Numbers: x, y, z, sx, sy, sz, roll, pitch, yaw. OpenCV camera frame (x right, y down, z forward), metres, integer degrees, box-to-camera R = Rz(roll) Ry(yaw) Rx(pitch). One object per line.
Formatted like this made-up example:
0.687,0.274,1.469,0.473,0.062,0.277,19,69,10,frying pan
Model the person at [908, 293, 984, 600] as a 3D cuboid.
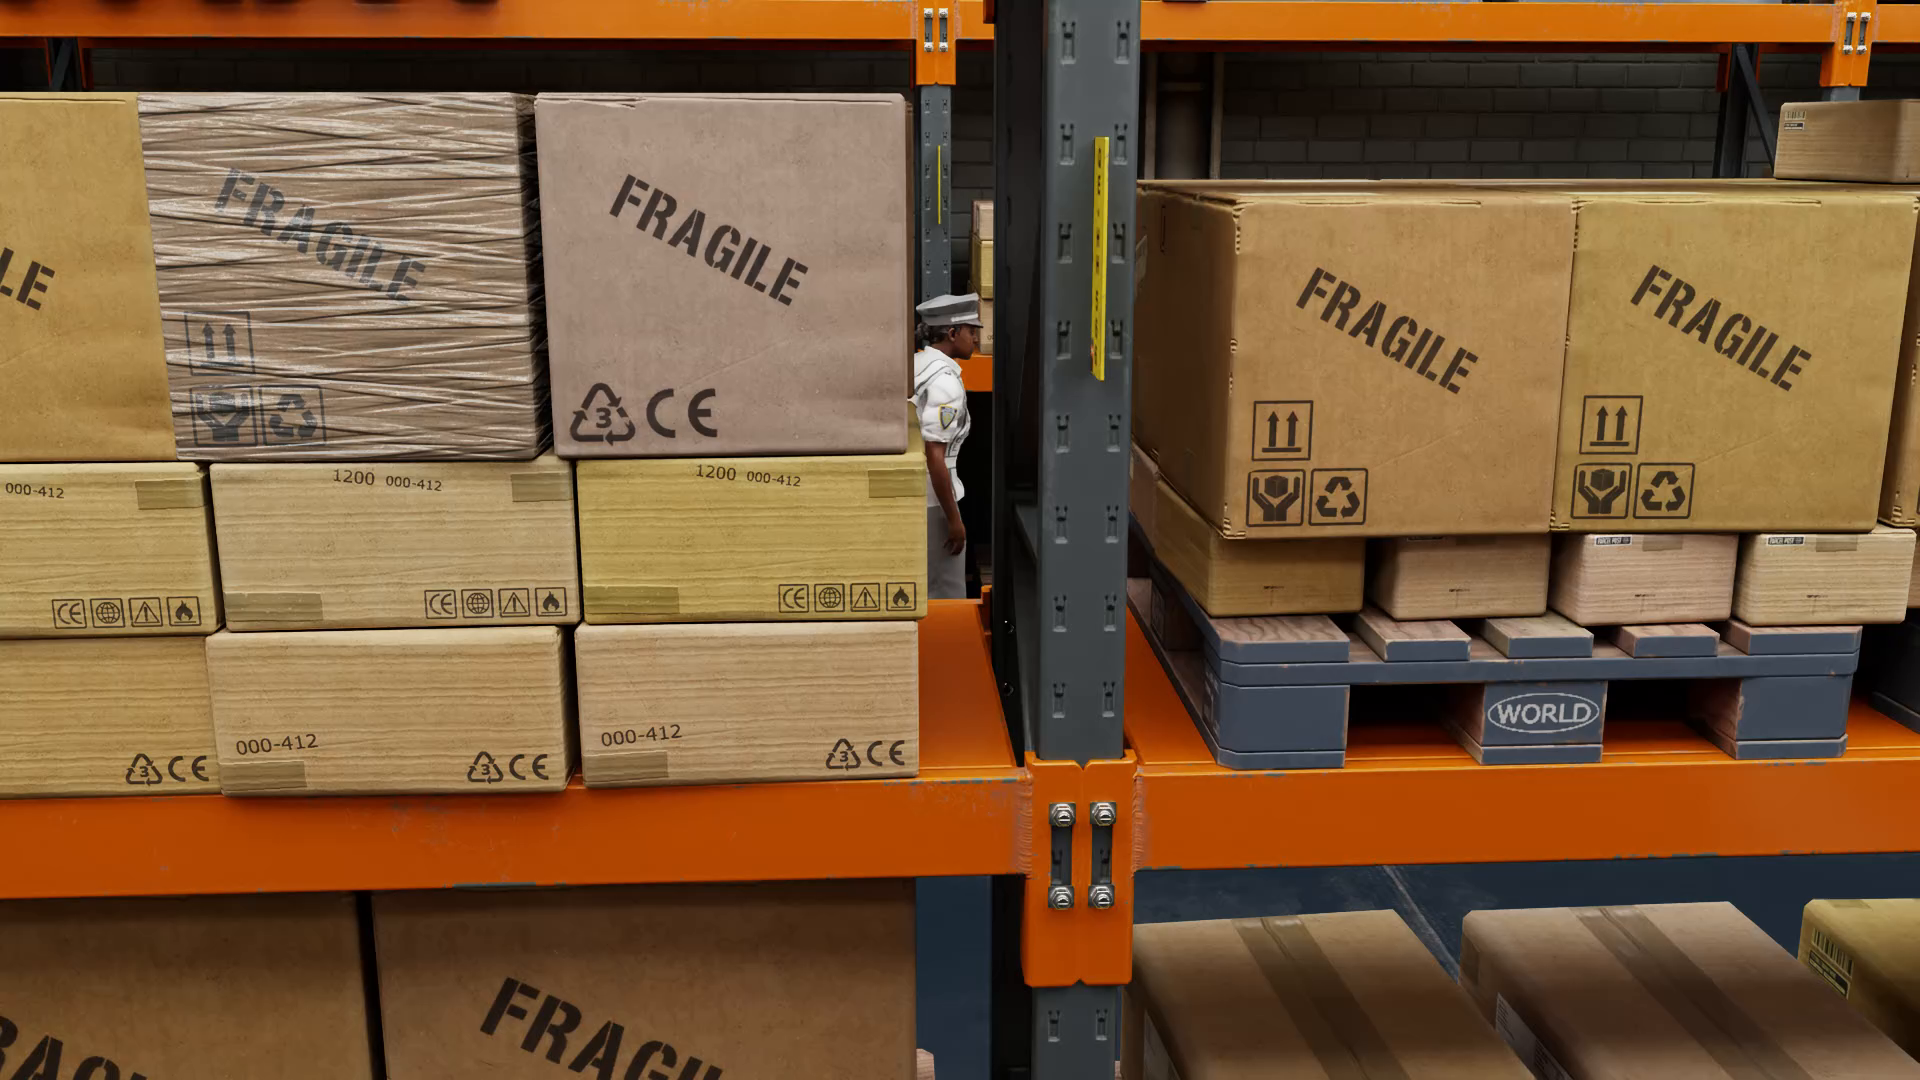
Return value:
-0.078,-0.121,6.485,0.423,1.663,0.532,-3,14,-12,person
